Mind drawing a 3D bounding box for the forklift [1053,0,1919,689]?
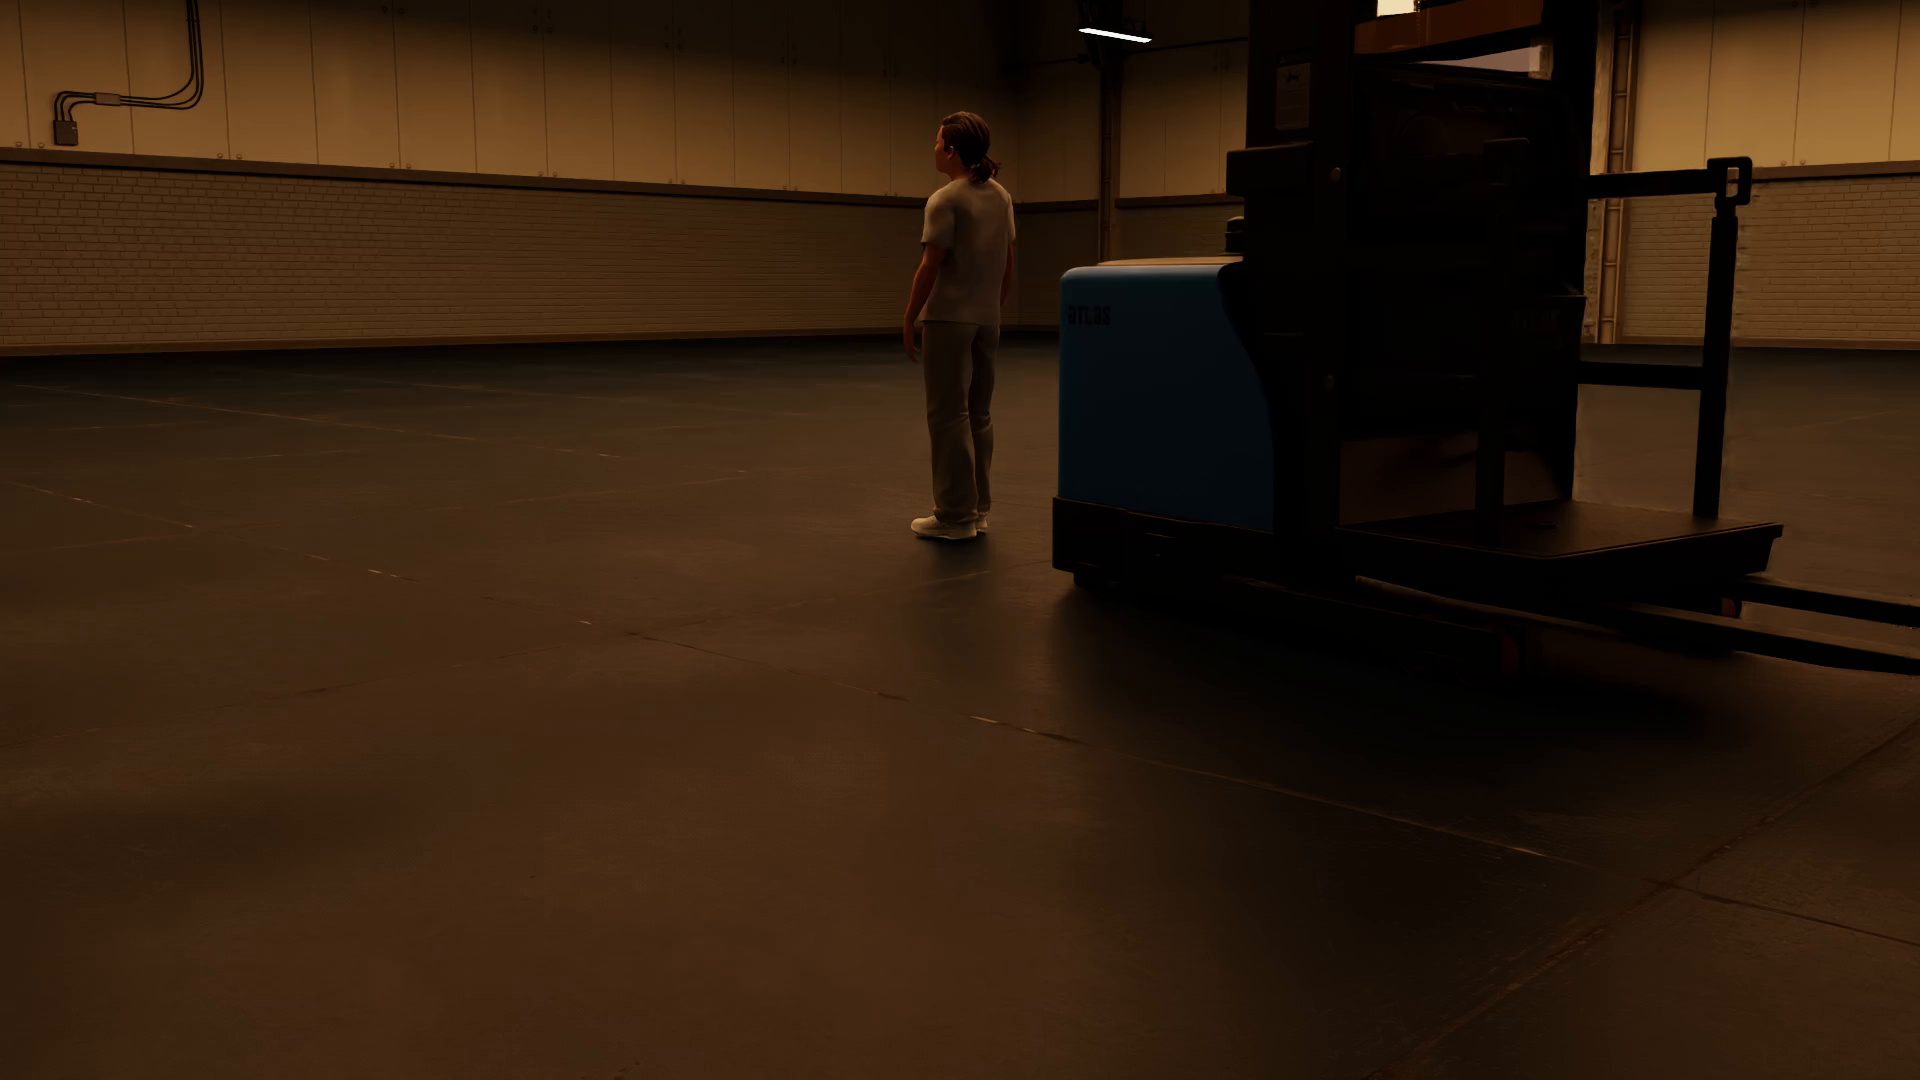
[{"bbox_3d":[1.577,-1.152,4.526,1.130,2.935,3.031,-6,10,-35],"label":"forklift"}]

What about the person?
[{"bbox_3d":[-0.043,-0.840,6.652,0.549,1.665,0.549,8,12,43],"label":"person"}]
